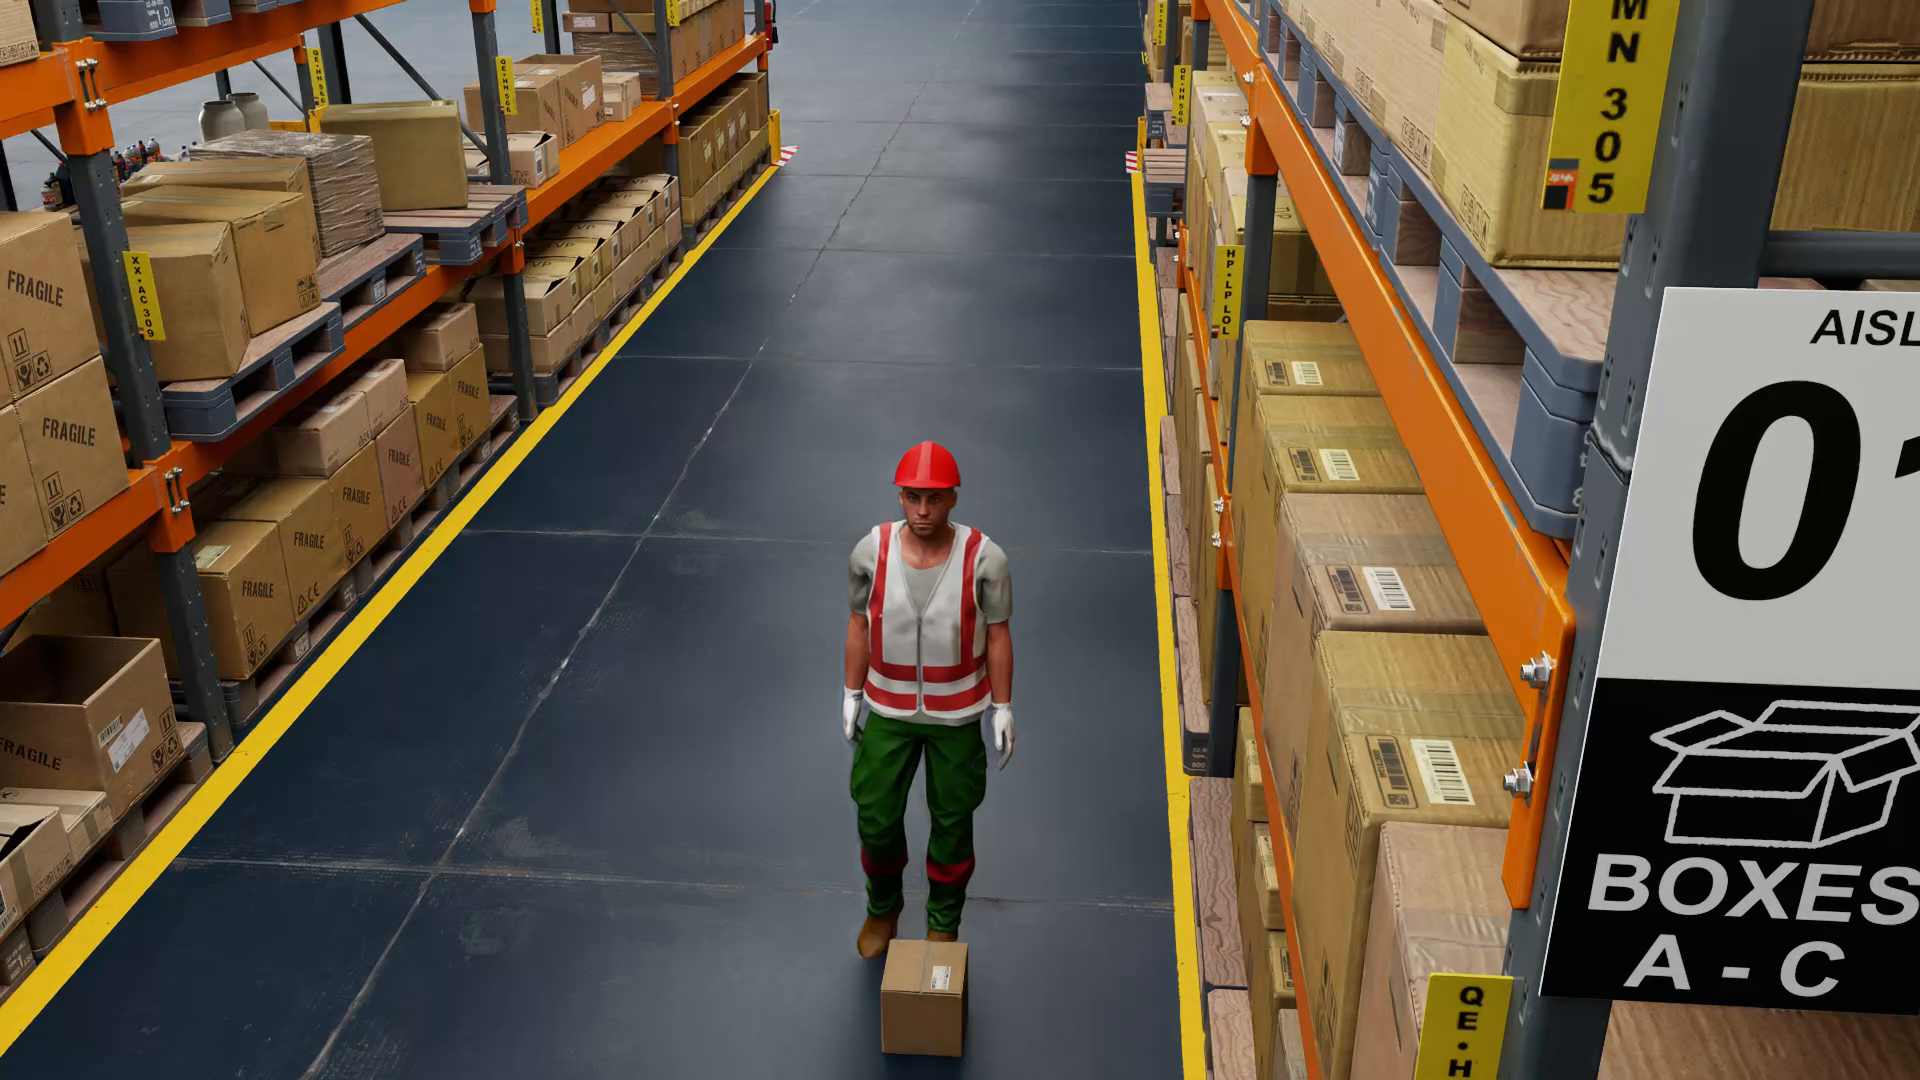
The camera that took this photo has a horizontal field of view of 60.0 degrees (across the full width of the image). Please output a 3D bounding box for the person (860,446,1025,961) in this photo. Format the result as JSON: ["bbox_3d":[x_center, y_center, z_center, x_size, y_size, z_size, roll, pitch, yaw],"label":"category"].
[{"bbox_3d":[-0.061,0.550,5.357,0.523,1.788,0.354,2,24,5],"label":"person"}]
